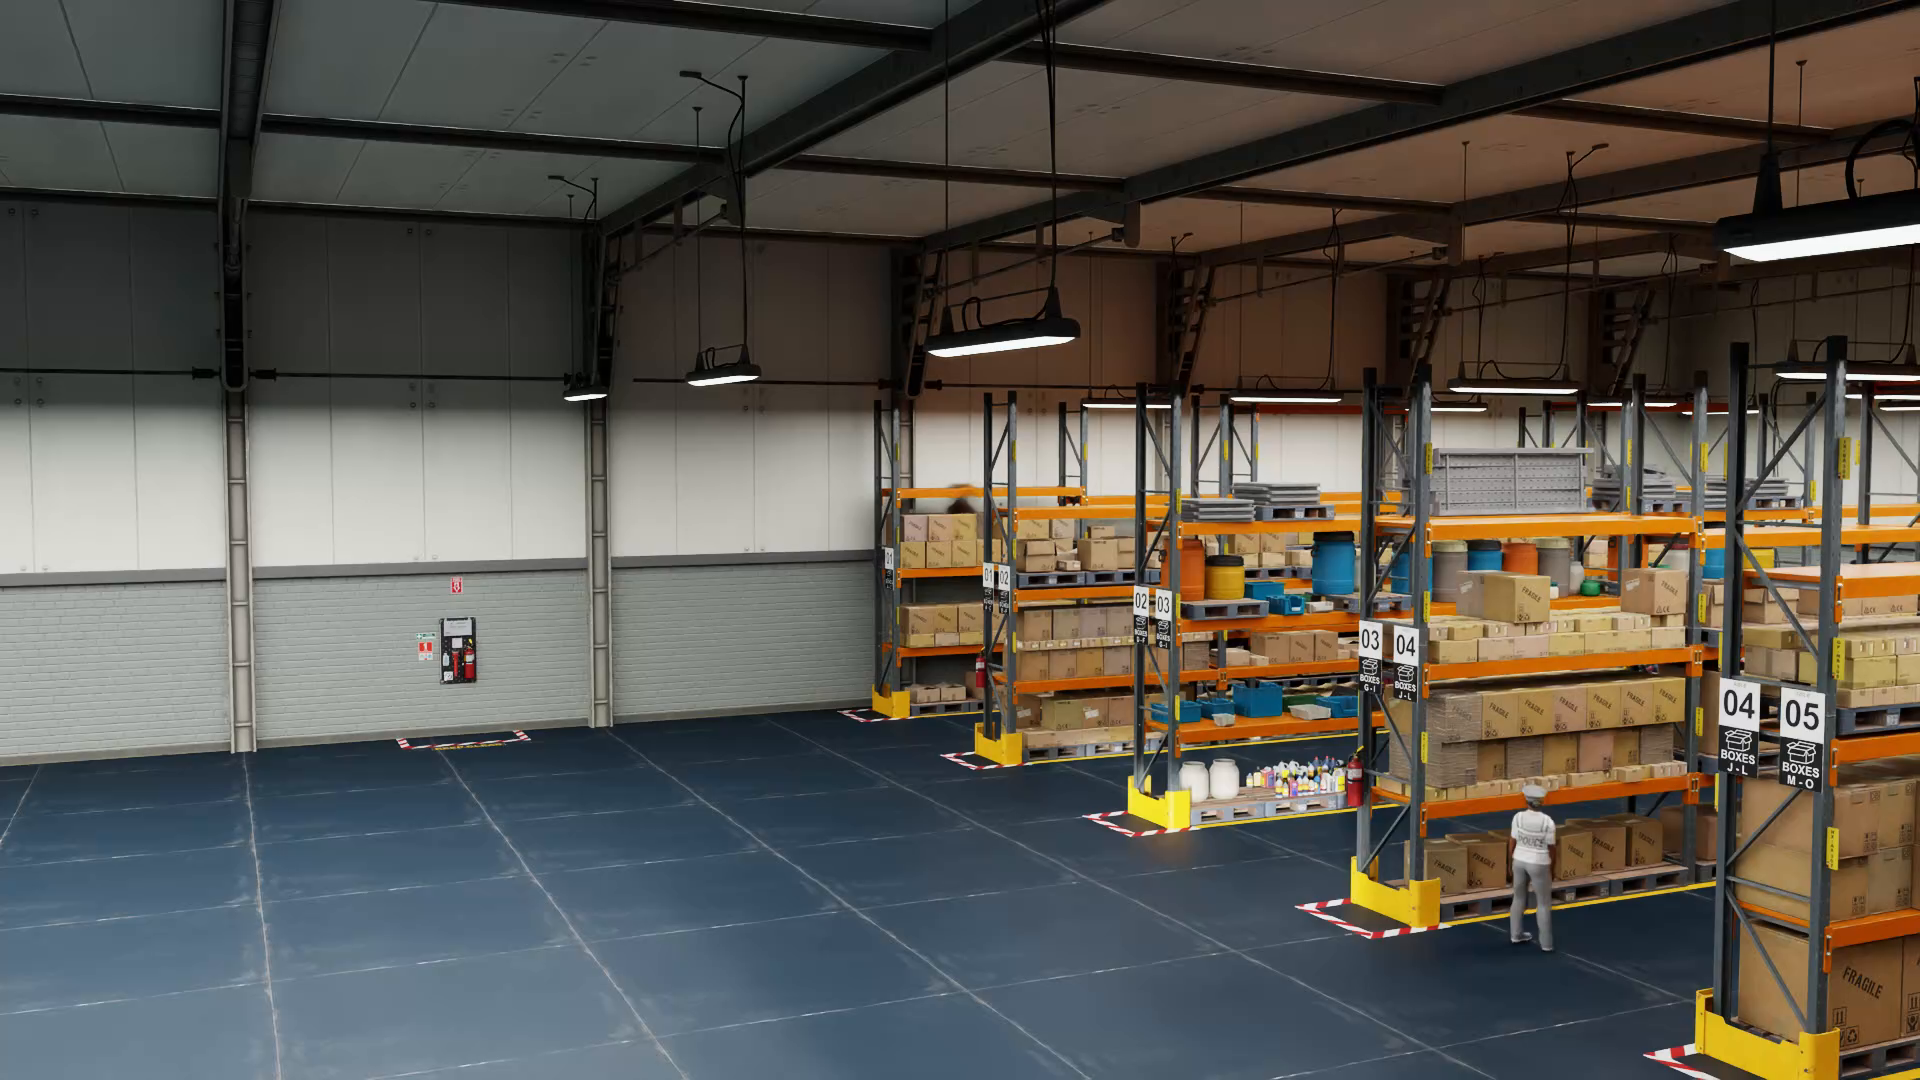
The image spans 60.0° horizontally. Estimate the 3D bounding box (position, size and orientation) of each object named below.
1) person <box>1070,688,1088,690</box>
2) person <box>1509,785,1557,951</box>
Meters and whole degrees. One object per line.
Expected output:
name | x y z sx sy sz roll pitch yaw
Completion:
person | 2.101 2.527 29.977 0.577 1.793 0.538 -1 3 -18
person | 5.878 3.338 17.033 0.454 1.682 0.508 -3 4 -40
